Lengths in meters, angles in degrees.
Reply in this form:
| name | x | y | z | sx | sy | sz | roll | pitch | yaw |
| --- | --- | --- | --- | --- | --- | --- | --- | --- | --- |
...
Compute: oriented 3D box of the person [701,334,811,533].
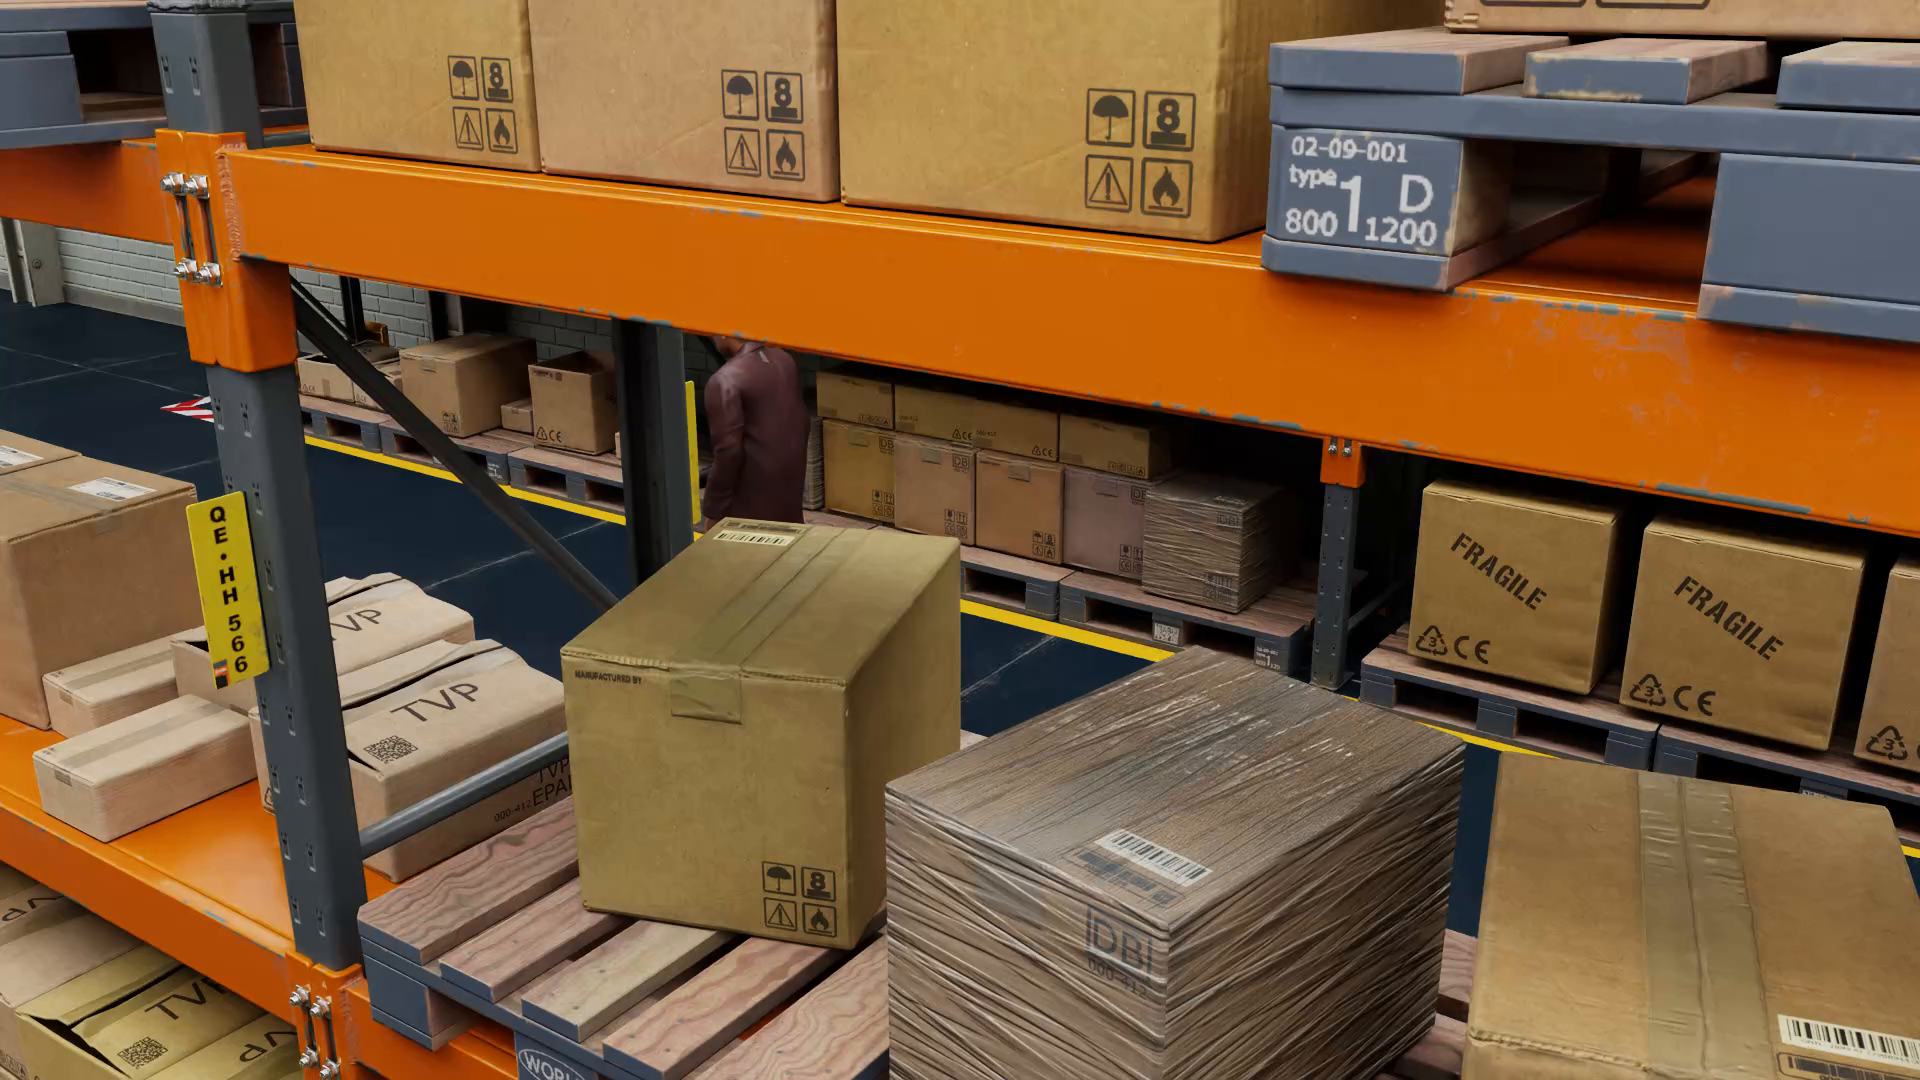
| name | x | y | z | sx | sy | sz | roll | pitch | yaw |
| --- | --- | --- | --- | --- | --- | --- | --- | --- | --- |
| person | -0.877 | -0.170 | 7.074 | 0.429 | 1.772 | 0.644 | 11 | 23 | 29 |
